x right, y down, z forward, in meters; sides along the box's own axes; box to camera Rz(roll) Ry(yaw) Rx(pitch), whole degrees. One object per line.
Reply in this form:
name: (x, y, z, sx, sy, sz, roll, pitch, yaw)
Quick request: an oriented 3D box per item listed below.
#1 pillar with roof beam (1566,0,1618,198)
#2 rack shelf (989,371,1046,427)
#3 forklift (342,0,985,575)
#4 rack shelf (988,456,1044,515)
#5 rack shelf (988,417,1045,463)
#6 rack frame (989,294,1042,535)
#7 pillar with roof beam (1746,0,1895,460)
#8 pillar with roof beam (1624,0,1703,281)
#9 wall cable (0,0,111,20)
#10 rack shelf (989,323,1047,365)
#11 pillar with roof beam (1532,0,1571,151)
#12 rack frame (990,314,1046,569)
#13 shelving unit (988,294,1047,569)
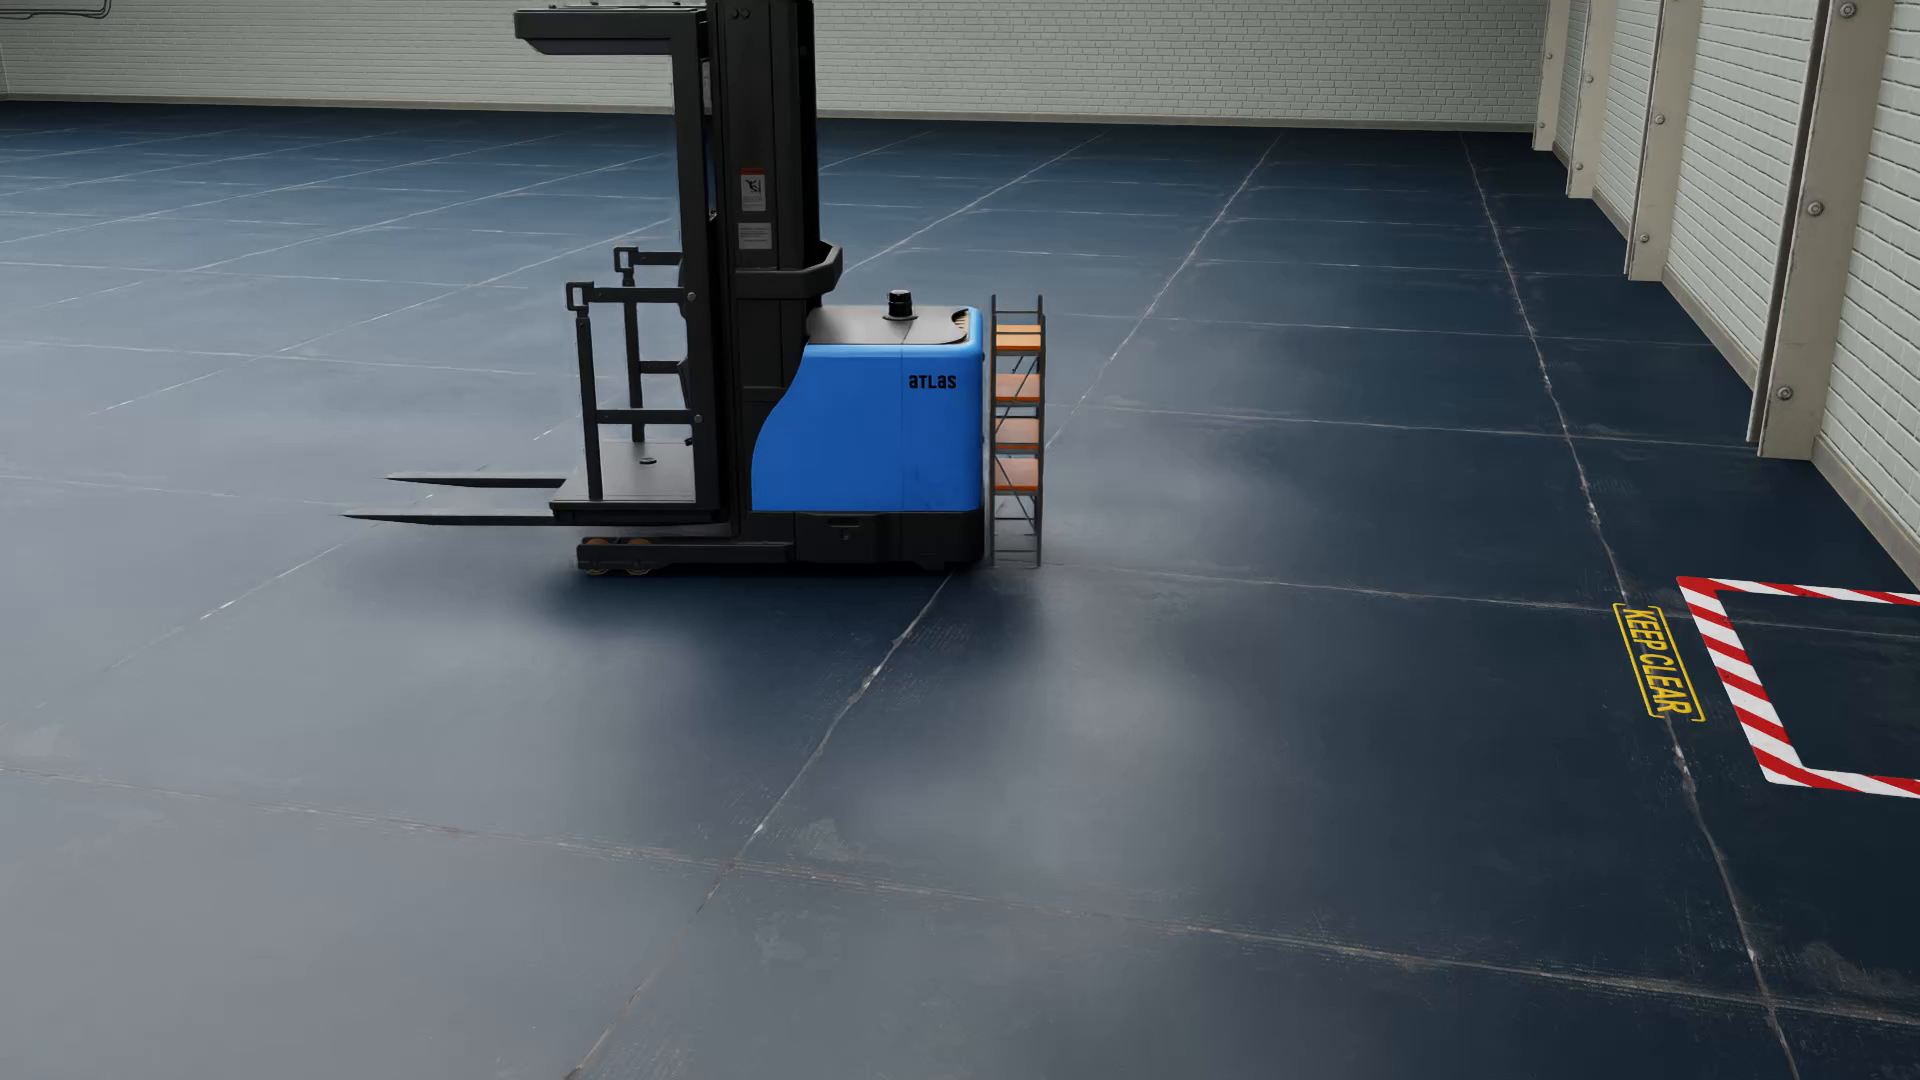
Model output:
pillar with roof beam: (3.564, -8.889, 20.289, 9.100, 9.000, 0.400, 5, 19, 13)
rack shelf: (0.264, -0.663, 7.787, 0.258, 0.148, 0.480, 0, 19, 1)
forklift: (-1.397, -1.394, 7.734, 3.031, 2.935, 1.130, 0, 19, 1)
rack shelf: (0.263, -0.263, 7.924, 0.258, 0.148, 0.480, 0, 19, 1)
rack shelf: (0.264, -0.451, 7.860, 0.258, 0.148, 0.480, 0, 19, 1)
rack frame: (0.268, -0.594, 8.069, 0.240, 1.200, 0.015, 0, 19, 1)
pillar with roof beam: (0.632, -5.128, 9.278, 9.100, 9.000, 0.400, 5, 19, 13)
pillar with roof beam: (2.098, -7.008, 14.783, 9.100, 9.000, 0.400, 5, 19, 13)
wall cable: (-19.339, -12.267, 34.983, 3.097, 2.526, 0.112, 5, 19, 13)
rack shelf: (0.265, -0.887, 7.711, 0.258, 0.148, 0.480, 0, 19, 1)
pillar with roof beam: (5.030, -10.769, 25.795, 9.100, 9.000, 0.400, 5, 19, 13)
rack frame: (0.260, -0.436, 7.607, 0.240, 1.200, 0.015, 0, 19, 1)
shelving unit: (0.264, -0.515, 7.838, 0.258, 1.200, 0.503, 0, 19, 1)
